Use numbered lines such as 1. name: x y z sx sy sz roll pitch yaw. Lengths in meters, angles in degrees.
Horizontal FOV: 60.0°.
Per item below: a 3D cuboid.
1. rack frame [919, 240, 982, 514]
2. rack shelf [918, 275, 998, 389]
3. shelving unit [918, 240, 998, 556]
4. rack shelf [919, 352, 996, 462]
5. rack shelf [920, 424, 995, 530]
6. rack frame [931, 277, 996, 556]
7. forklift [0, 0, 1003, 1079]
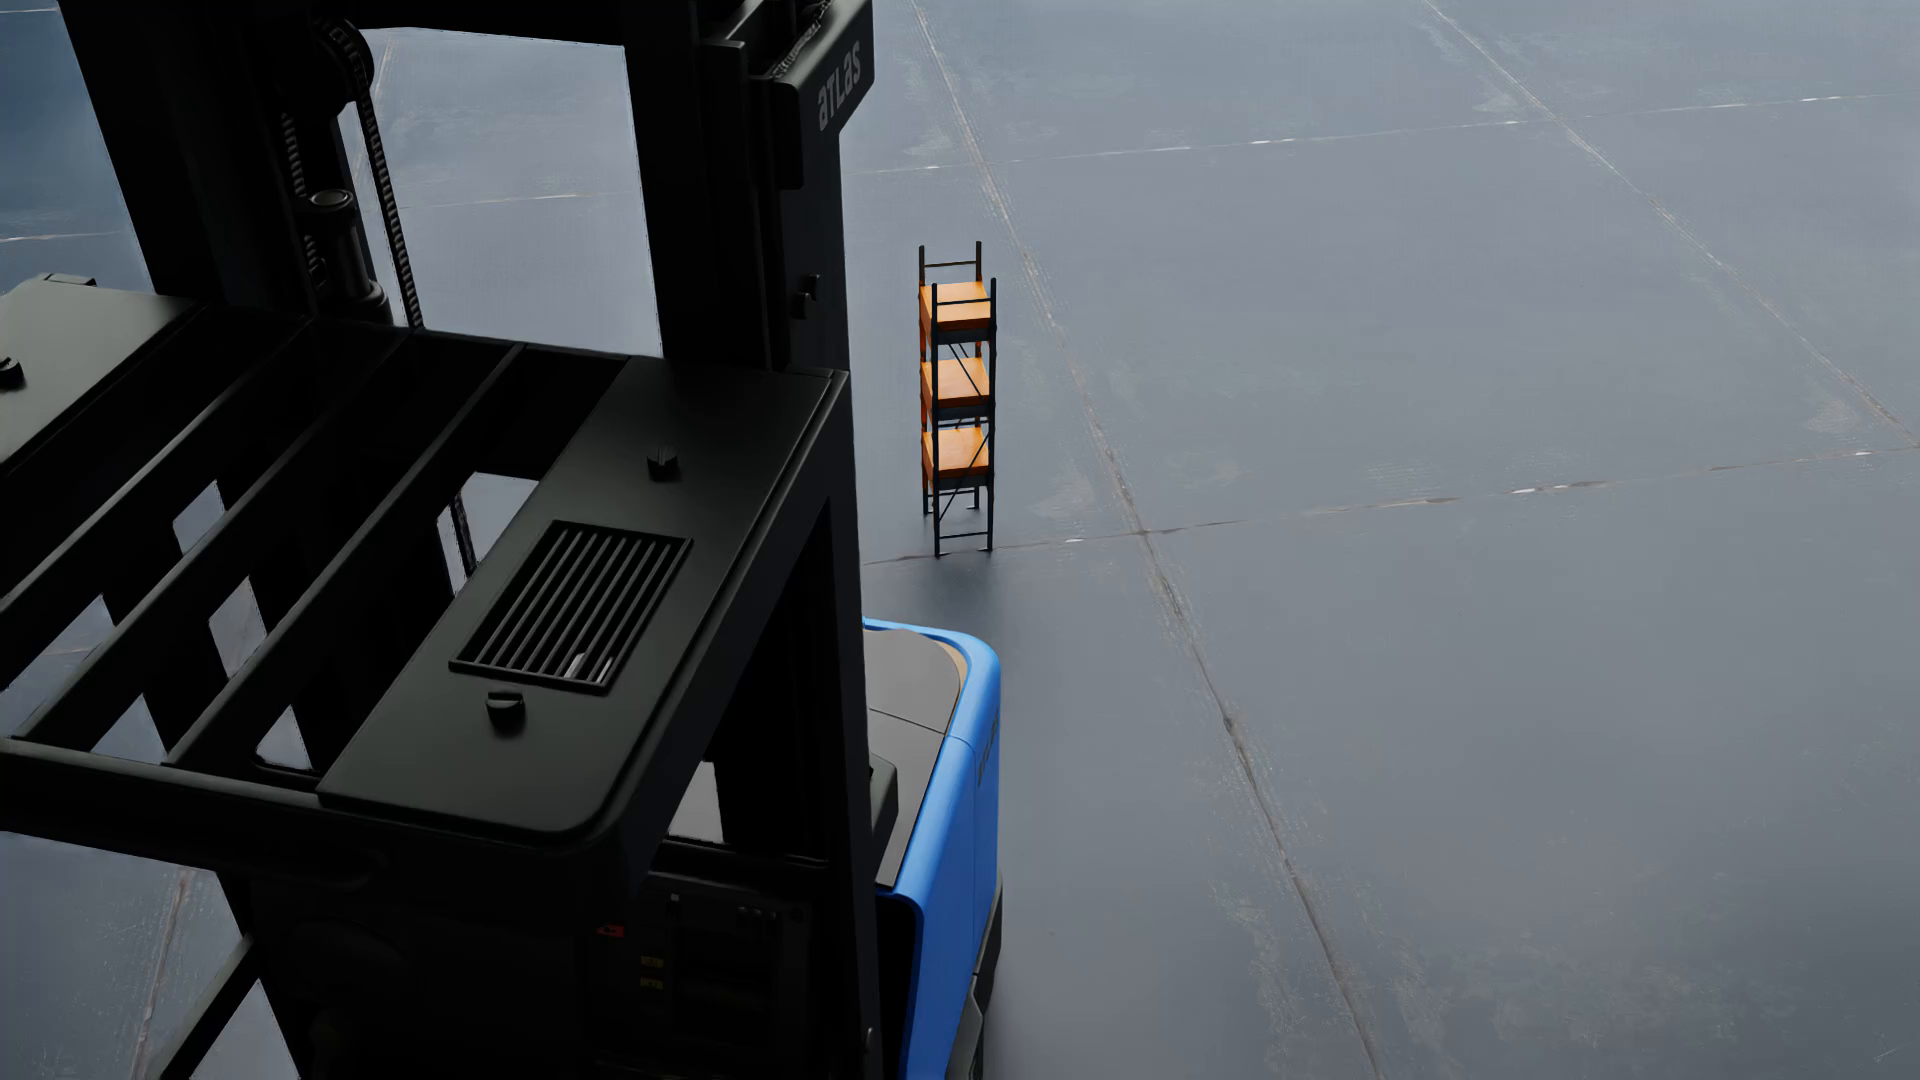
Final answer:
1. rack frame: -0.031 -0.521 5.564 0.200 1.050 0.008 -6 38 -8
2. rack shelf: -0.009 -0.663 5.302 0.215 0.259 0.240 -6 38 -8
3. shelving unit: -0.009 -0.447 5.470 0.215 1.050 0.252 -6 38 -8
4. rack shelf: -0.009 -0.439 5.476 0.215 0.259 0.240 -6 38 -8
5. rack shelf: -0.009 -0.219 5.647 0.215 0.259 0.240 -6 38 -8
6. rack frame: 0.012 -0.373 5.375 0.200 1.050 0.008 -6 38 -8
7. forklift: -0.724 0.722 2.432 1.130 2.935 3.031 8 39 10
